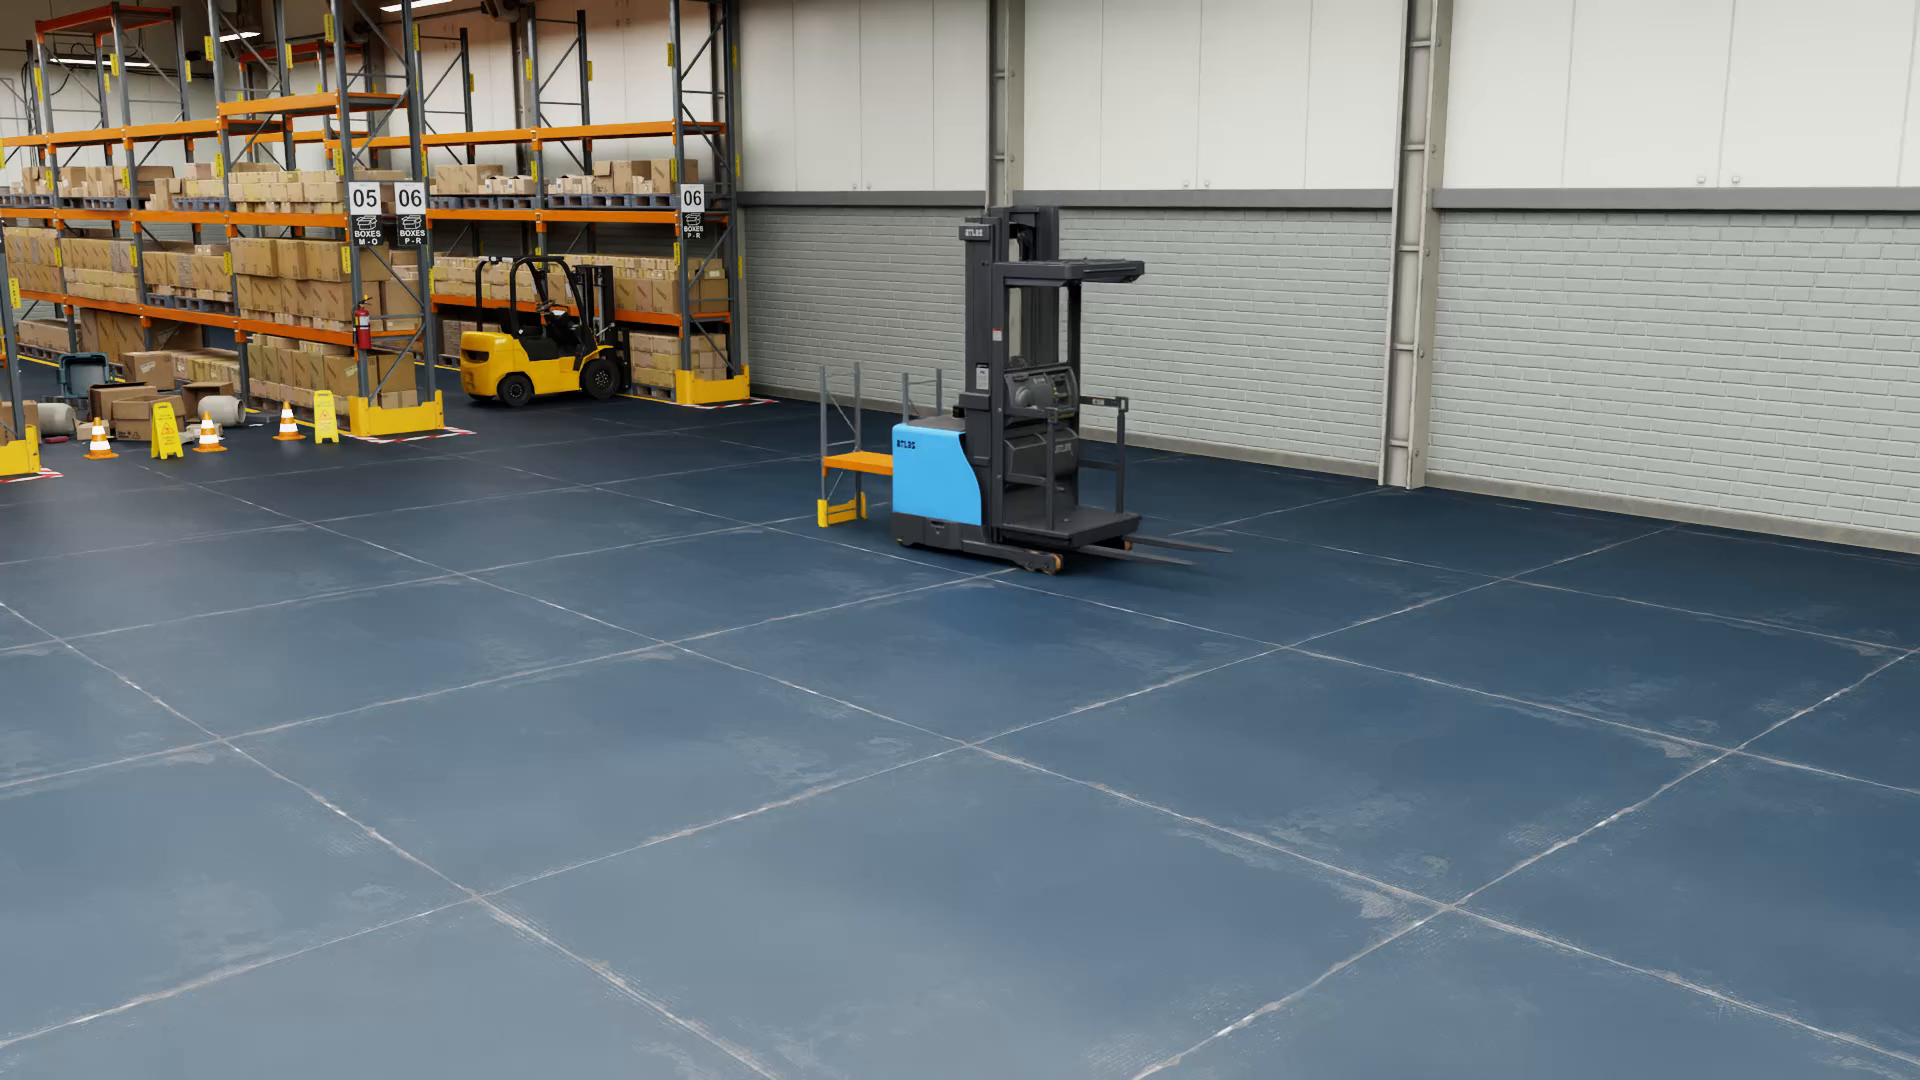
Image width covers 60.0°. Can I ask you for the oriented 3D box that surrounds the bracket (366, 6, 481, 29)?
[{"bbox_3d":[-10.036,-9.770,31.114,0.076,0.066,4.783,-11,16,-43],"label":"bracket"}]

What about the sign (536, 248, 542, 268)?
[{"bbox_3d":[-6.889,-4.614,27.201,0.100,0.325,0.005,-11,16,-43],"label":"sign"}]

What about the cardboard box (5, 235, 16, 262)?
[{"bbox_3d":[-17.890,-5.576,31.819,0.500,0.500,0.500,11,16,44],"label":"cardboard box"}]

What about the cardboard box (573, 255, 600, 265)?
[{"bbox_3d":[-5.966,-4.474,26.601,0.380,0.149,0.250,-10,16,-41],"label":"cardboard box"}]

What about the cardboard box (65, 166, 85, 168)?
[{"bbox_3d":[-15.870,-6.526,30.184,0.500,0.500,0.500,-11,16,-42],"label":"cardboard box"}]

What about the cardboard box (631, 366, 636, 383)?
[{"bbox_3d":[-4.969,-2.611,25.924,0.500,0.250,0.500,-11,16,-42],"label":"cardboard box"}]

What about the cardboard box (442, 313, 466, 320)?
[{"bbox_3d":[-9.564,-4.208,31.448,0.380,0.149,0.250,-10,15,-41],"label":"cardboard box"}]

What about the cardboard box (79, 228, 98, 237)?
[{"bbox_3d":[-16.041,-5.643,30.537,0.380,0.149,0.250,-11,16,-43],"label":"cardboard box"}]

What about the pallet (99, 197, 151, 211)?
[{"bbox_3d":[-13.336,-5.518,27.294,1.213,0.211,1.003,-10,15,-40],"label":"pallet"}]

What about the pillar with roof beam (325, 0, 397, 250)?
[{"bbox_3d":[-14.970,-7.896,30.936,9.100,9.000,0.548,-11,16,-43],"label":"pillar with roof beam"}]

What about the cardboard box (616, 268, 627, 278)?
[{"bbox_3d":[-5.087,-4.141,25.723,0.380,0.149,0.250,-11,16,-42],"label":"cardboard box"}]

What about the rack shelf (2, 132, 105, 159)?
[{"bbox_3d":[-16.996,-7.320,30.915,1.077,0.370,4.000,-11,16,-43],"label":"rack shelf"}]

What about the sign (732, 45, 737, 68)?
[{"bbox_3d":[-3.335,-7.129,24.506,0.100,0.325,0.005,-11,16,-43],"label":"sign"}]

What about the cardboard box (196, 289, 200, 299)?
[{"bbox_3d":[-11.340,-3.741,25.217,0.380,0.149,0.250,-11,16,-43],"label":"cardboard box"}]

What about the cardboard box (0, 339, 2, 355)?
[{"bbox_3d":[-11.128,-2.304,18.288,0.875,0.550,0.550,-11,16,-43],"label":"cardboard box"}]

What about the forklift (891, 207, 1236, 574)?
[{"bbox_3d":[0.848,-1.274,13.833,3.031,2.935,1.130,10,15,39],"label":"forklift"}]

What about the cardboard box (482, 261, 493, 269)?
[{"bbox_3d":[-8.043,-4.759,28.720,0.250,0.149,0.380,11,16,44],"label":"cardboard box"}]

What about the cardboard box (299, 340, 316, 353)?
[{"bbox_3d":[-8.724,-2.631,22.558,0.380,0.149,0.250,-10,15,-40],"label":"cardboard box"}]

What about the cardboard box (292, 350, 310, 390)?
[{"bbox_3d":[-8.777,-2.344,22.770,0.500,0.500,0.500,11,16,44],"label":"cardboard box"}]

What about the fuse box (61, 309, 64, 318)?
[{"bbox_3d":[-20.669,-5.682,38.250,0.539,1.711,0.414,-11,16,-43],"label":"fuse box"}]

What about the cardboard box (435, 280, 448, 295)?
[{"bbox_3d":[-9.136,-4.574,30.053,0.500,0.250,0.500,-11,16,-42],"label":"cardboard box"}]

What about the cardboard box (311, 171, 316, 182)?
[{"bbox_3d":[-8.253,-4.754,21.764,0.380,0.149,0.250,-11,16,-42],"label":"cardboard box"}]

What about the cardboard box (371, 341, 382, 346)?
[{"bbox_3d":[-11.140,-4.060,32.339,0.500,0.500,0.500,11,16,43],"label":"cardboard box"}]

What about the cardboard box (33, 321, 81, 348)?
[{"bbox_3d":[-17.211,-3.958,31.998,0.875,0.438,0.875,-10,16,-41],"label":"cardboard box"}]

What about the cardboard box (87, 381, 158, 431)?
[{"bbox_3d":[-11.024,-1.770,21.917,0.797,0.637,0.503,-11,16,-43],"label":"cardboard box"}]

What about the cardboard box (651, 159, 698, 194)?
[{"bbox_3d":[-4.223,-5.383,24.634,0.500,0.500,0.500,-10,15,-41],"label":"cardboard box"}]

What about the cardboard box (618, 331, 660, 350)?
[{"bbox_3d":[-4.997,-3.098,25.808,0.500,0.250,0.500,-11,16,-42],"label":"cardboard box"}]

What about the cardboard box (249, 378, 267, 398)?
[{"bbox_3d":[-9.879,-2.206,23.958,0.500,0.250,0.500,11,16,43],"label":"cardboard box"}]

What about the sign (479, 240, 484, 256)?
[{"bbox_3d":[-8.866,-5.392,30.778,0.100,0.325,0.005,-11,16,-43],"label":"sign"}]

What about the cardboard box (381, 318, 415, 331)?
[{"bbox_3d":[-7.413,-2.842,21.896,0.380,0.149,0.250,-11,16,-42],"label":"cardboard box"}]

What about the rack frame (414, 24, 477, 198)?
[{"bbox_3d":[-9.266,-7.685,29.912,1.000,3.000,0.127,-11,16,-43],"label":"rack frame"}]

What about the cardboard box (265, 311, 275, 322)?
[{"bbox_3d":[-9.542,-3.152,23.399,0.380,0.149,0.250,-10,15,-41],"label":"cardboard box"}]

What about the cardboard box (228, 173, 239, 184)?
[{"bbox_3d":[-10.109,-5.116,23.522,0.380,0.149,0.250,-11,16,-44],"label":"cardboard box"}]

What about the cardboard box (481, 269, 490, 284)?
[{"bbox_3d":[-8.071,-4.596,28.919,0.500,0.250,0.500,-11,16,-42],"label":"cardboard box"}]

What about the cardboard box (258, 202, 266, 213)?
[{"bbox_3d":[-9.517,-4.628,23.131,0.380,0.149,0.250,-10,15,-41],"label":"cardboard box"}]

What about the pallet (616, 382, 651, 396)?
[{"bbox_3d":[-5.138,-2.497,26.509,1.003,0.211,1.213,-11,16,-43],"label":"pallet"}]

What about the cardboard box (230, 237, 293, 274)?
[{"bbox_3d":[-9.944,-4.061,23.724,0.700,0.500,0.500,-11,16,-43],"label":"cardboard box"}]

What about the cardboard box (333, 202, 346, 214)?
[{"bbox_3d":[-7.777,-4.246,21.276,0.380,0.149,0.250,-11,16,-42],"label":"cardboard box"}]

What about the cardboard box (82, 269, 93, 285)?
[{"bbox_3d":[-14.806,-4.557,28.727,0.500,0.250,0.500,-11,16,-42],"label":"cardboard box"}]

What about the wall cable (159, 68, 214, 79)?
[{"bbox_3d":[-17.762,-12.579,39.882,2.988,3.039,0.133,-11,16,-43],"label":"wall cable"}]

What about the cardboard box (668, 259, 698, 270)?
[{"bbox_3d":[-4.141,-4.114,24.856,0.380,0.149,0.250,-11,16,-42],"label":"cardboard box"}]

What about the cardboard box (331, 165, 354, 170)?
[{"bbox_3d":[-12.072,-7.187,32.500,0.396,0.266,0.258,-11,16,-43],"label":"cardboard box"}]

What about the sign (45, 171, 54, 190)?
[{"bbox_3d":[-16.016,-6.322,29.251,0.100,0.325,0.005,-11,16,-43],"label":"sign"}]

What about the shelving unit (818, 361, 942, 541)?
[{"bbox_3d":[-0.733,-0.841,15.276,1.083,1.500,0.587,10,15,39],"label":"shelving unit"}]

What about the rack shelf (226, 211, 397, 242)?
[{"bbox_3d":[-8.710,-4.296,22.677,1.077,0.370,4.000,-11,16,-43],"label":"rack shelf"}]

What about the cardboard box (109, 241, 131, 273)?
[{"bbox_3d":[-13.759,-4.706,27.593,0.500,0.500,0.500,-11,16,-42],"label":"cardboard box"}]

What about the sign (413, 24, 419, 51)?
[{"bbox_3d":[-6.936,-6.397,21.150,0.100,0.325,0.005,-11,16,-43],"label":"sign"}]

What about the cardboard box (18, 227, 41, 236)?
[{"bbox_3d":[-17.589,-5.839,31.485,0.380,0.149,0.250,-11,16,-42],"label":"cardboard box"}]

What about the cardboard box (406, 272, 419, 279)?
[{"bbox_3d":[-9.997,-4.872,30.706,0.380,0.149,0.250,-11,16,-42],"label":"cardboard box"}]

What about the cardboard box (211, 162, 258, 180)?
[{"bbox_3d":[-10.583,-5.384,24.268,0.500,0.250,0.500,-10,16,-41],"label":"cardboard box"}]

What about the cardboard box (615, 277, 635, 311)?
[{"bbox_3d":[-4.976,-3.815,25.748,0.500,0.500,0.500,-11,16,-44],"label":"cardboard box"}]

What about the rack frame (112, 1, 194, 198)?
[{"bbox_3d":[-12.853,-6.993,26.552,1.000,3.000,0.127,-11,16,-43],"label":"rack frame"}]

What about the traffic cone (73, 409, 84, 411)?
[{"bbox_3d":[-12.883,-2.117,24.040,0.336,0.463,0.334,-11,16,-43],"label":"traffic cone"}]

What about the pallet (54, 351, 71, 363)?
[{"bbox_3d":[-16.084,-3.394,30.864,1.003,0.211,1.213,-11,16,-43],"label":"pallet"}]

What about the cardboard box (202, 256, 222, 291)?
[{"bbox_3d":[-10.919,-3.979,24.764,0.500,0.500,0.500,-11,16,-42],"label":"cardboard box"}]

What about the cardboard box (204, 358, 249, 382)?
[{"bbox_3d":[-10.954,-2.570,25.423,0.950,0.372,0.625,-10,15,-39],"label":"cardboard box"}]
